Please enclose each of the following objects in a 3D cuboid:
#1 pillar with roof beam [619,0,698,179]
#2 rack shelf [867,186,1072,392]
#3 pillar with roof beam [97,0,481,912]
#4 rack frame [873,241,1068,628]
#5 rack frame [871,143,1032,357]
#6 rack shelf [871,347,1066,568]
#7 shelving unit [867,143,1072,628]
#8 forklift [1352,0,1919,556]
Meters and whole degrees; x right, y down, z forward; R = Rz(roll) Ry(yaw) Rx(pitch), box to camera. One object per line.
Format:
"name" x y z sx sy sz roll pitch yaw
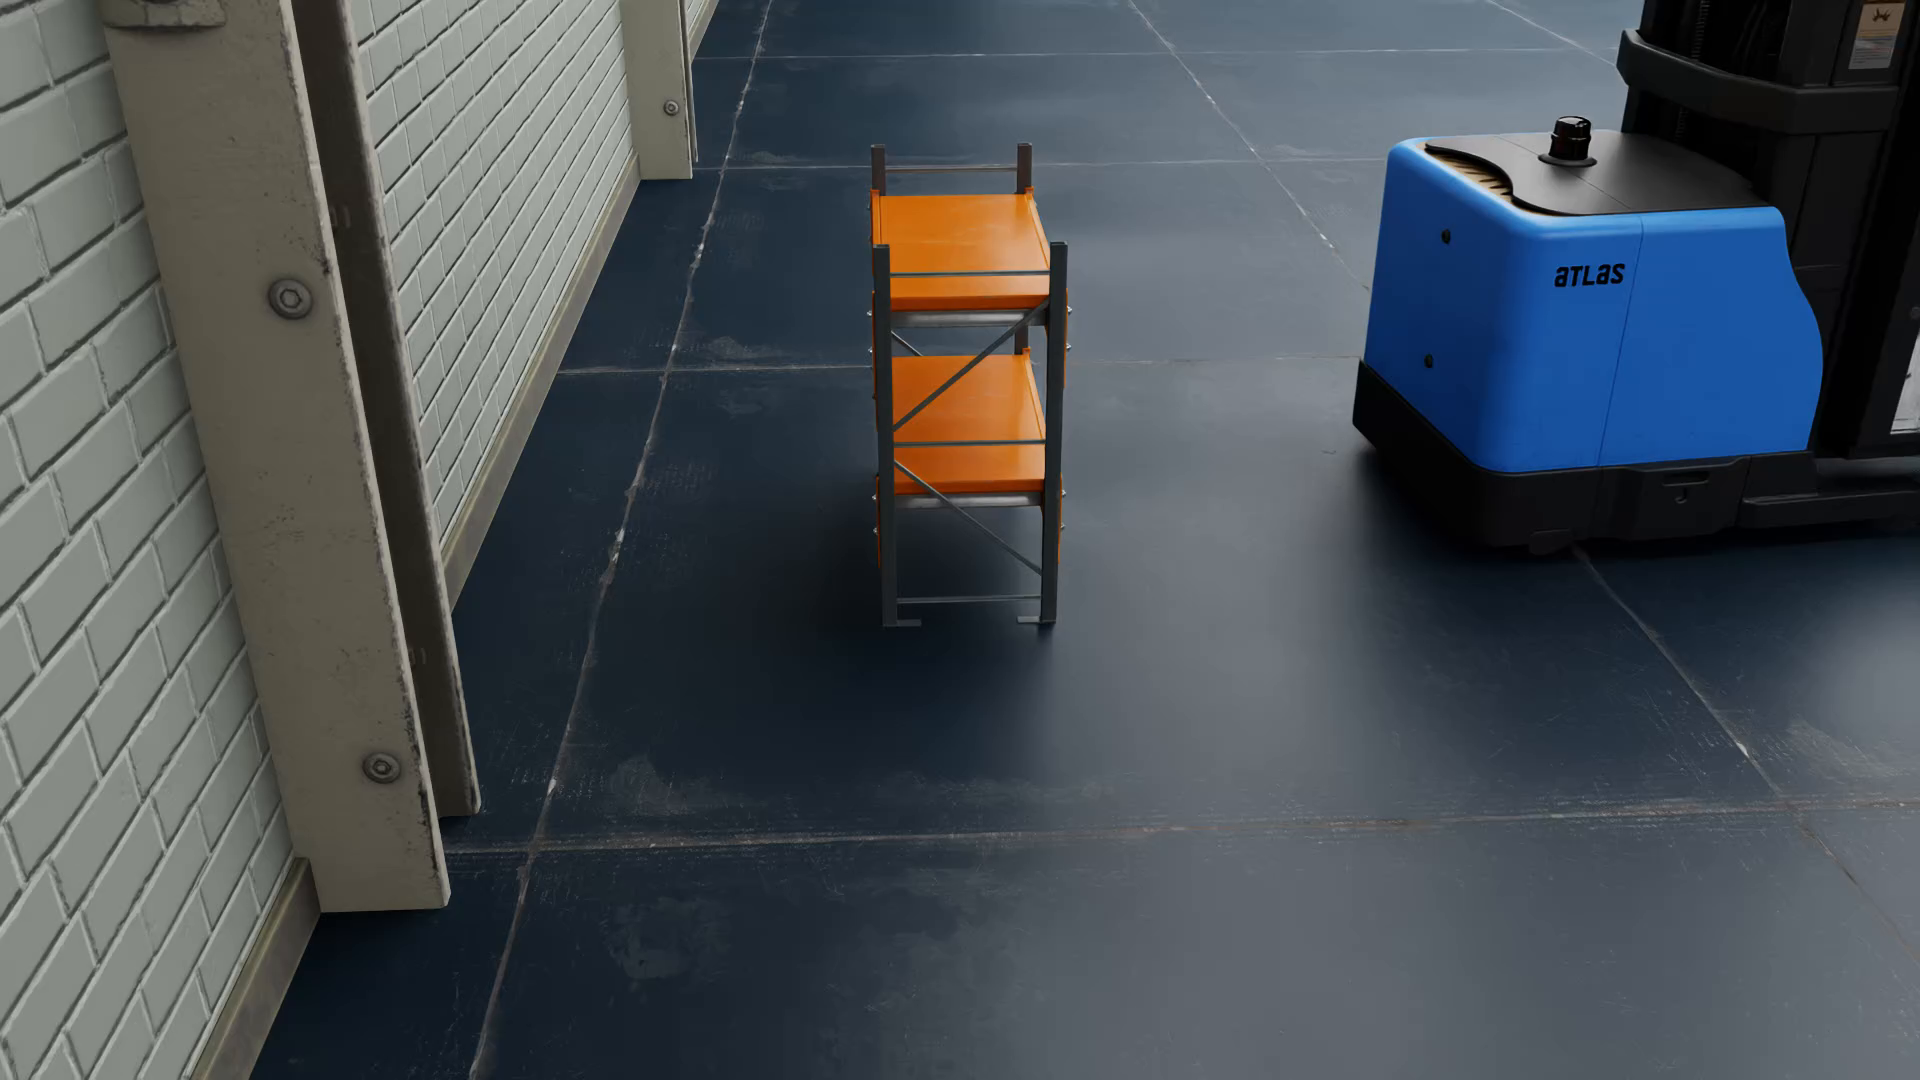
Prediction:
"pillar with roof beam" 2.681 -6.137 7.286 9.100 9.000 0.400 -1 28 -3
"rack shelf" 0.000 -0.755 4.849 0.538 0.278 1.000 -1 28 -3
"pillar with roof beam" 2.994 -3.366 1.974 9.100 9.000 0.400 -1 28 -3
"rack frame" 0.027 -0.261 4.534 0.500 1.125 0.032 -1 28 -3
"rack frame" -0.026 -0.730 5.434 0.500 1.125 0.032 -1 28 -3
"rack shelf" 0.000 -0.279 5.097 0.538 0.278 1.000 -1 28 -3
"shelving unit" 0.000 -0.496 4.984 0.538 1.125 1.048 -1 28 -3
"forklift" 2.955 -1.568 5.087 3.031 2.935 1.130 -5 28 -9
